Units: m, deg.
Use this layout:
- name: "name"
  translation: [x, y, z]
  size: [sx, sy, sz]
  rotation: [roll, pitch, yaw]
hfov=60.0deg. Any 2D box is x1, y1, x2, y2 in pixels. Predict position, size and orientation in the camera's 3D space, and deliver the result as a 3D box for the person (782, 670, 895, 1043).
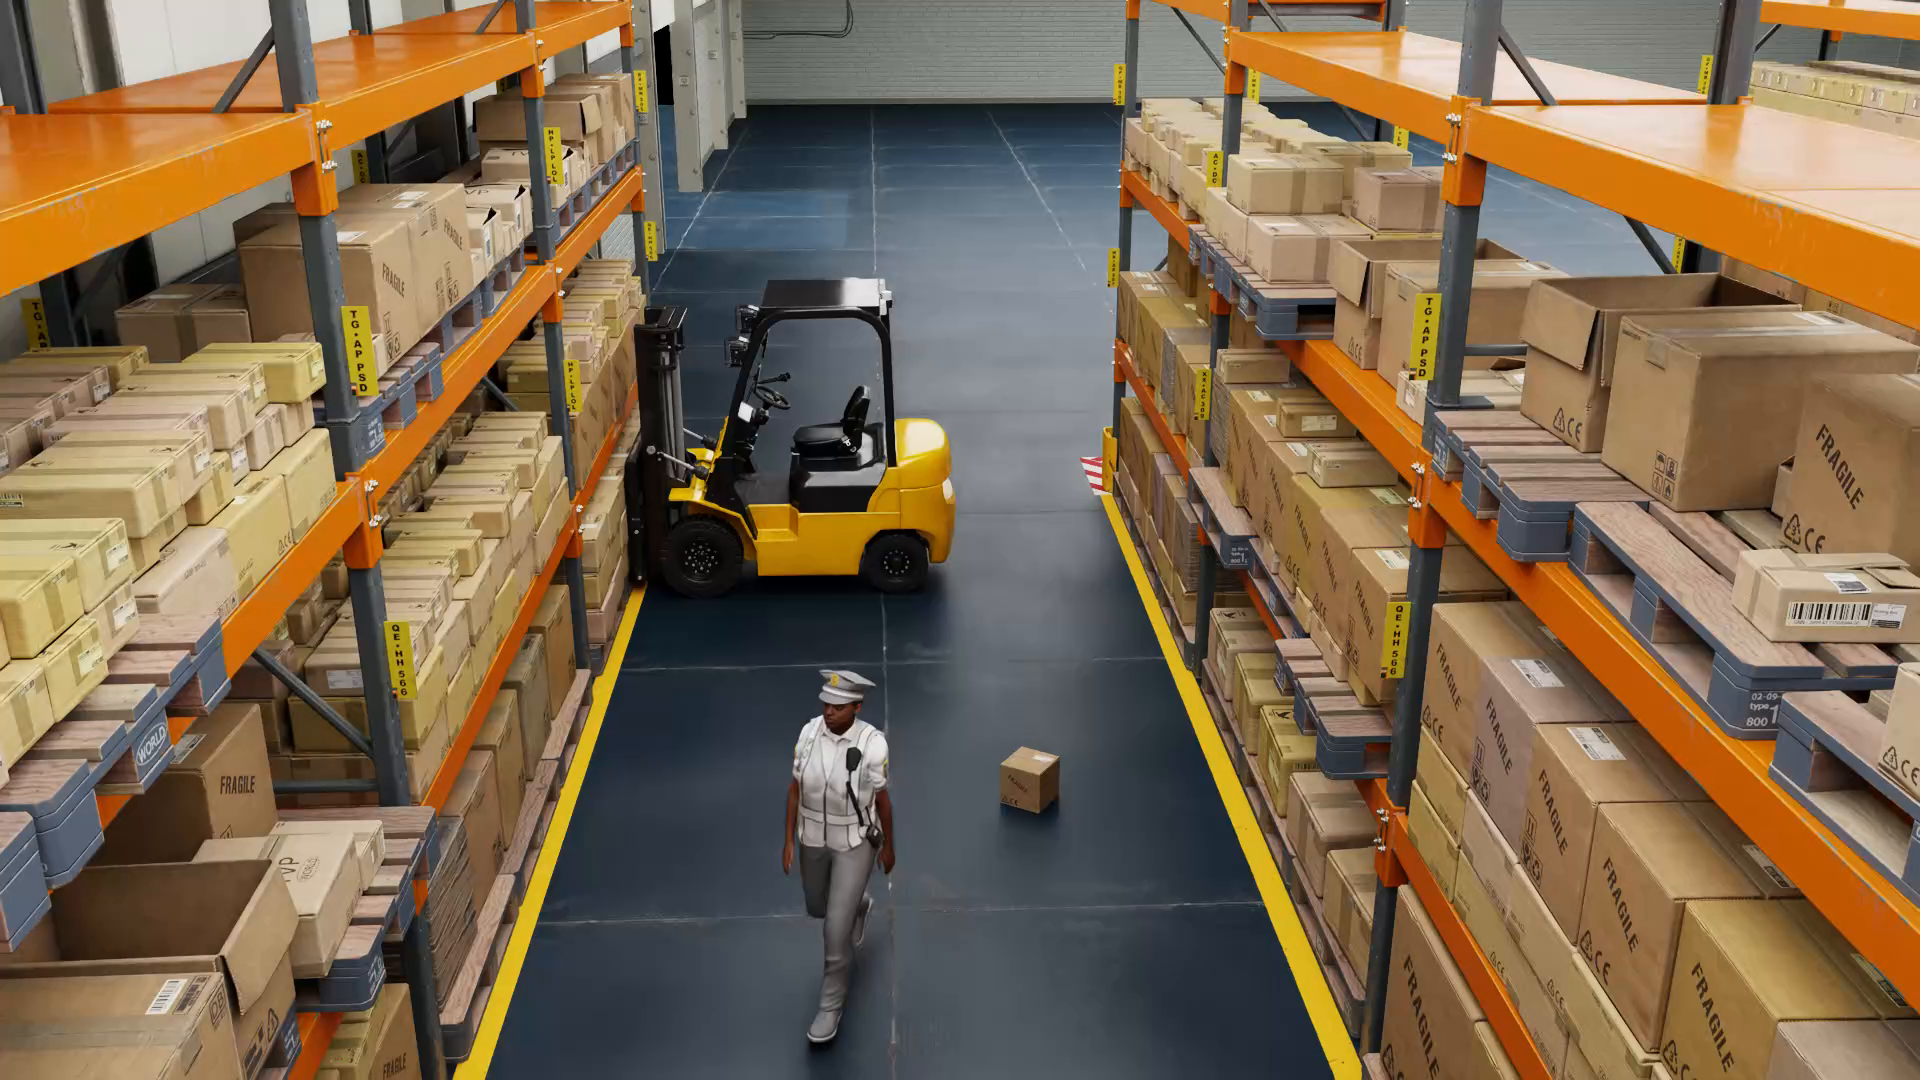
- name: "person"
  translation: [-0.544, 1.322, 7.489]
  size: [0.463, 1.649, 0.903]
  rotation: [8, 22, 21]
